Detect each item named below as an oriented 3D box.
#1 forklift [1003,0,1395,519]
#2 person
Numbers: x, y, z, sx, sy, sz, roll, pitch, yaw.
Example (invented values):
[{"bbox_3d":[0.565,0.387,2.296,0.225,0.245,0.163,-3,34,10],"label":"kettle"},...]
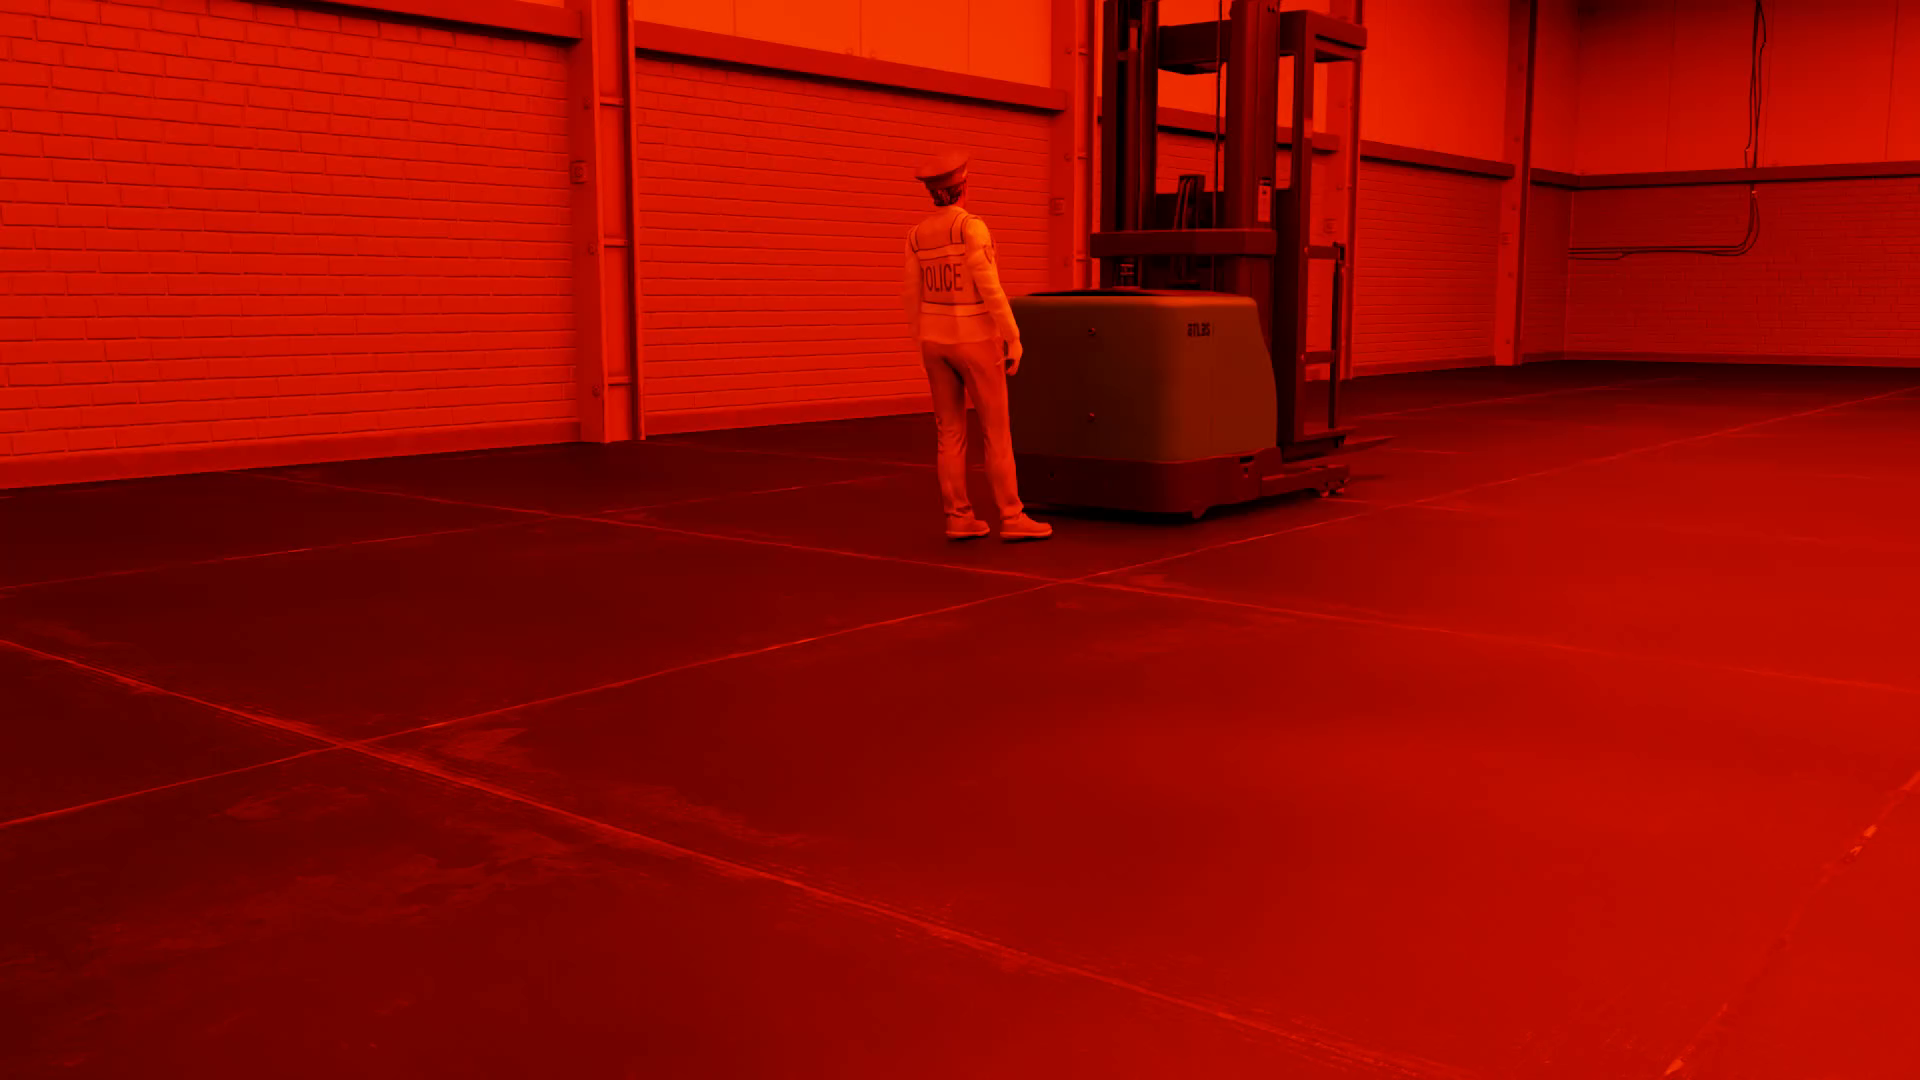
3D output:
[{"bbox_3d":[1.488,-1.717,9.015,1.130,2.935,3.031,6,10,37],"label":"forklift"},{"bbox_3d":[0.048,-0.852,7.330,0.587,1.695,0.531,7,11,38],"label":"person"}]
